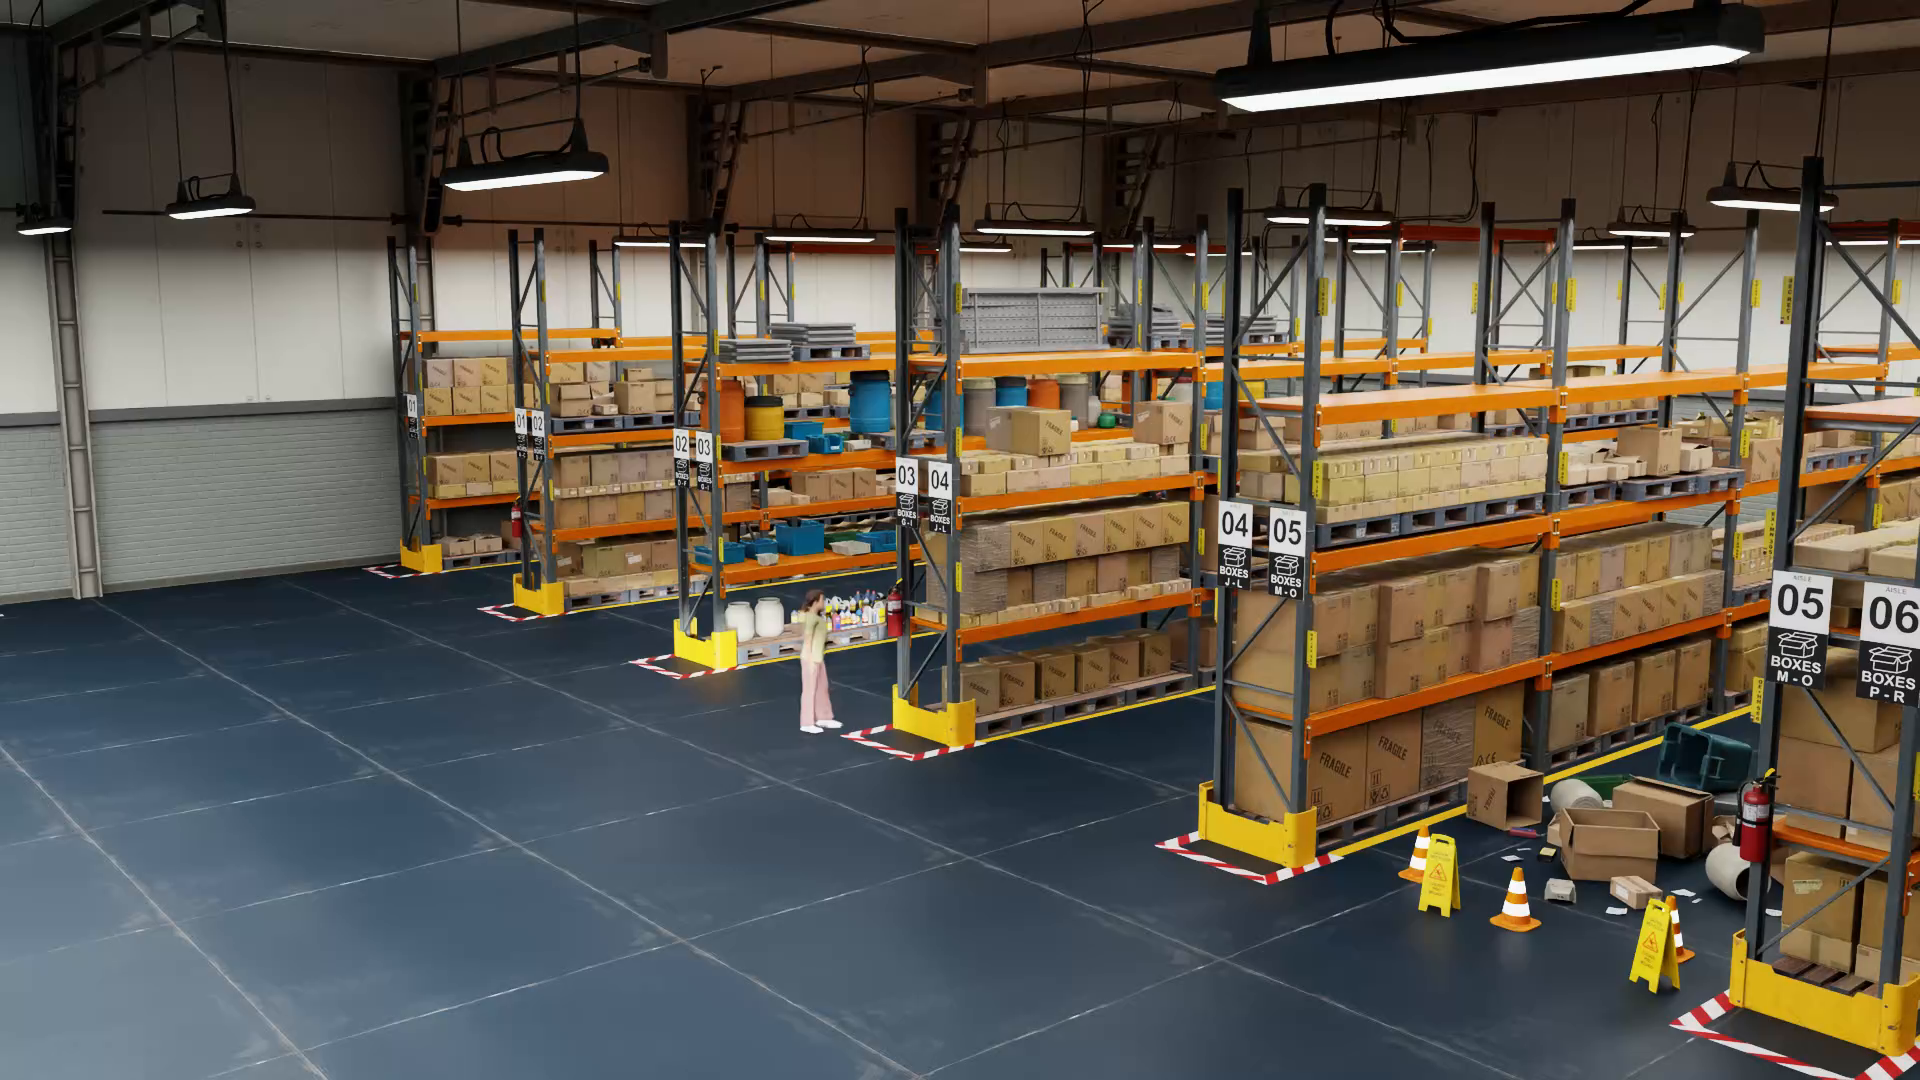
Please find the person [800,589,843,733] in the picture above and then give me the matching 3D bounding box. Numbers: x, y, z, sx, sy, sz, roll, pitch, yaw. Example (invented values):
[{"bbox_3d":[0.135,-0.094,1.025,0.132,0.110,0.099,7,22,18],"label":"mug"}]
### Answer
[{"bbox_3d":[-1.626,1.407,19.288,0.477,1.691,0.545,0,9,2],"label":"person"}]
